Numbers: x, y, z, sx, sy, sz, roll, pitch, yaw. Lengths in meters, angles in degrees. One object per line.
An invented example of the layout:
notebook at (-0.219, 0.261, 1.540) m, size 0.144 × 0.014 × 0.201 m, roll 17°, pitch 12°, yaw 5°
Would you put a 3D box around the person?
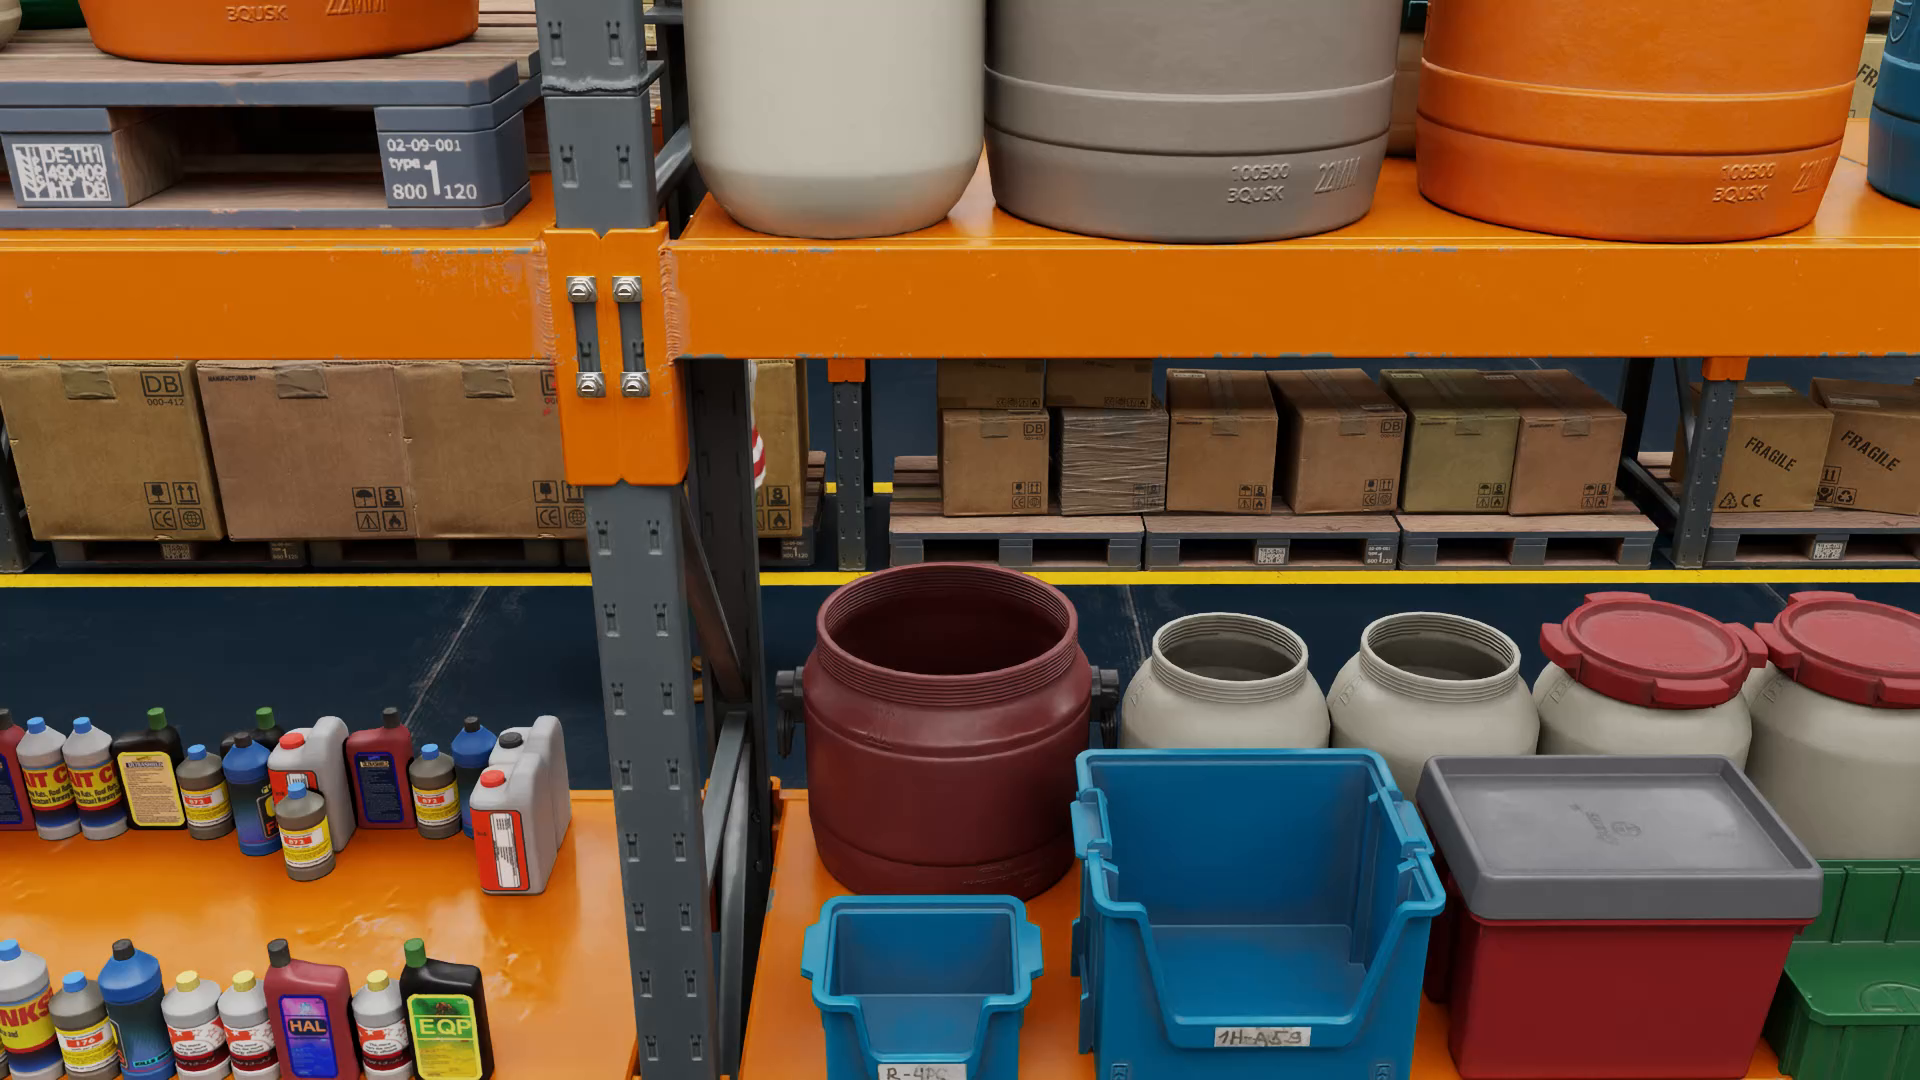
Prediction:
person at (-1.042, -0.211, 6.548) m, size 0.553 × 1.787 × 0.495 m, roll 0°, pitch 24°, yaw -1°
